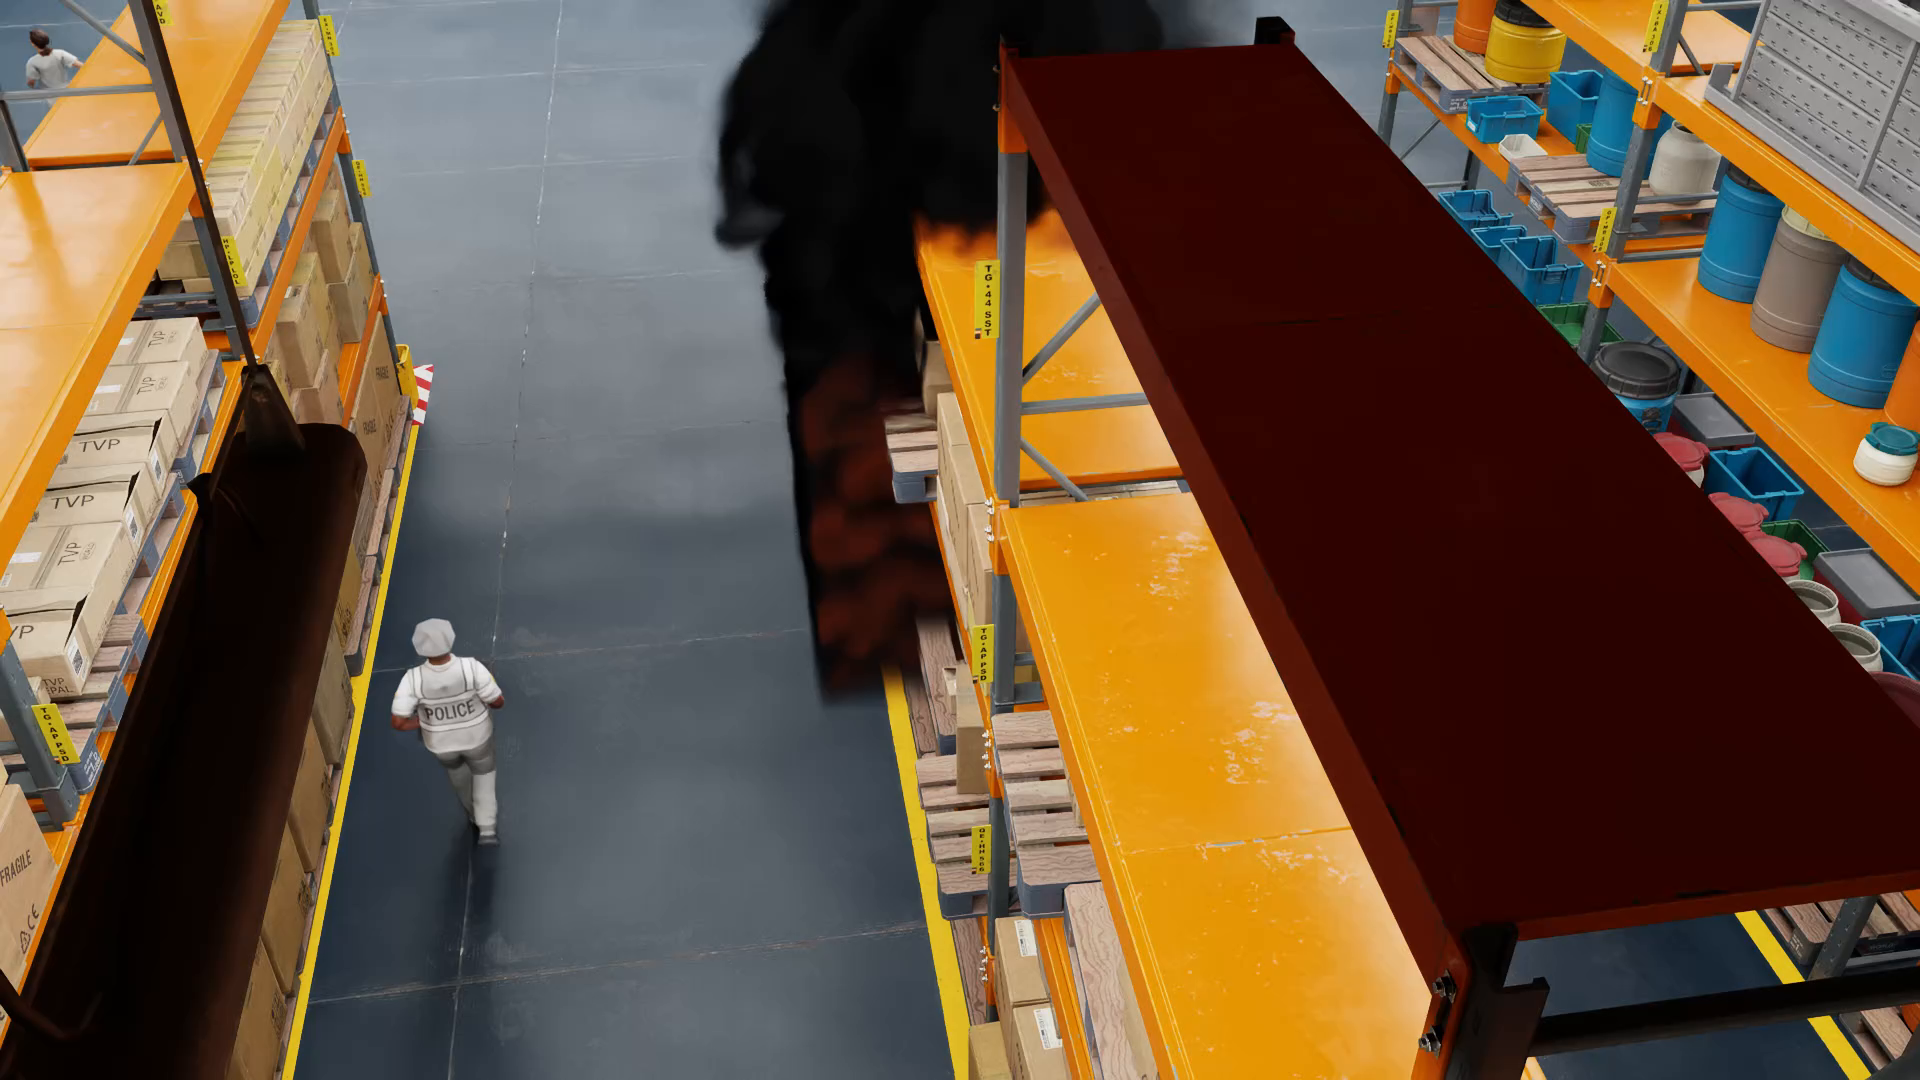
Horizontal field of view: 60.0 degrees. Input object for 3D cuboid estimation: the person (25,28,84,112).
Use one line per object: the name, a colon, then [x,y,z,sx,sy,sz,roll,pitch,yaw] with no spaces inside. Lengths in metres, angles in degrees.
person: [-10.182,-4.974,18.803,0.950,1.669,0.576,23,42,28]

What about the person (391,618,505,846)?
person: [-3.125,1.231,10.333,0.663,1.762,0.816,-8,37,-11]
